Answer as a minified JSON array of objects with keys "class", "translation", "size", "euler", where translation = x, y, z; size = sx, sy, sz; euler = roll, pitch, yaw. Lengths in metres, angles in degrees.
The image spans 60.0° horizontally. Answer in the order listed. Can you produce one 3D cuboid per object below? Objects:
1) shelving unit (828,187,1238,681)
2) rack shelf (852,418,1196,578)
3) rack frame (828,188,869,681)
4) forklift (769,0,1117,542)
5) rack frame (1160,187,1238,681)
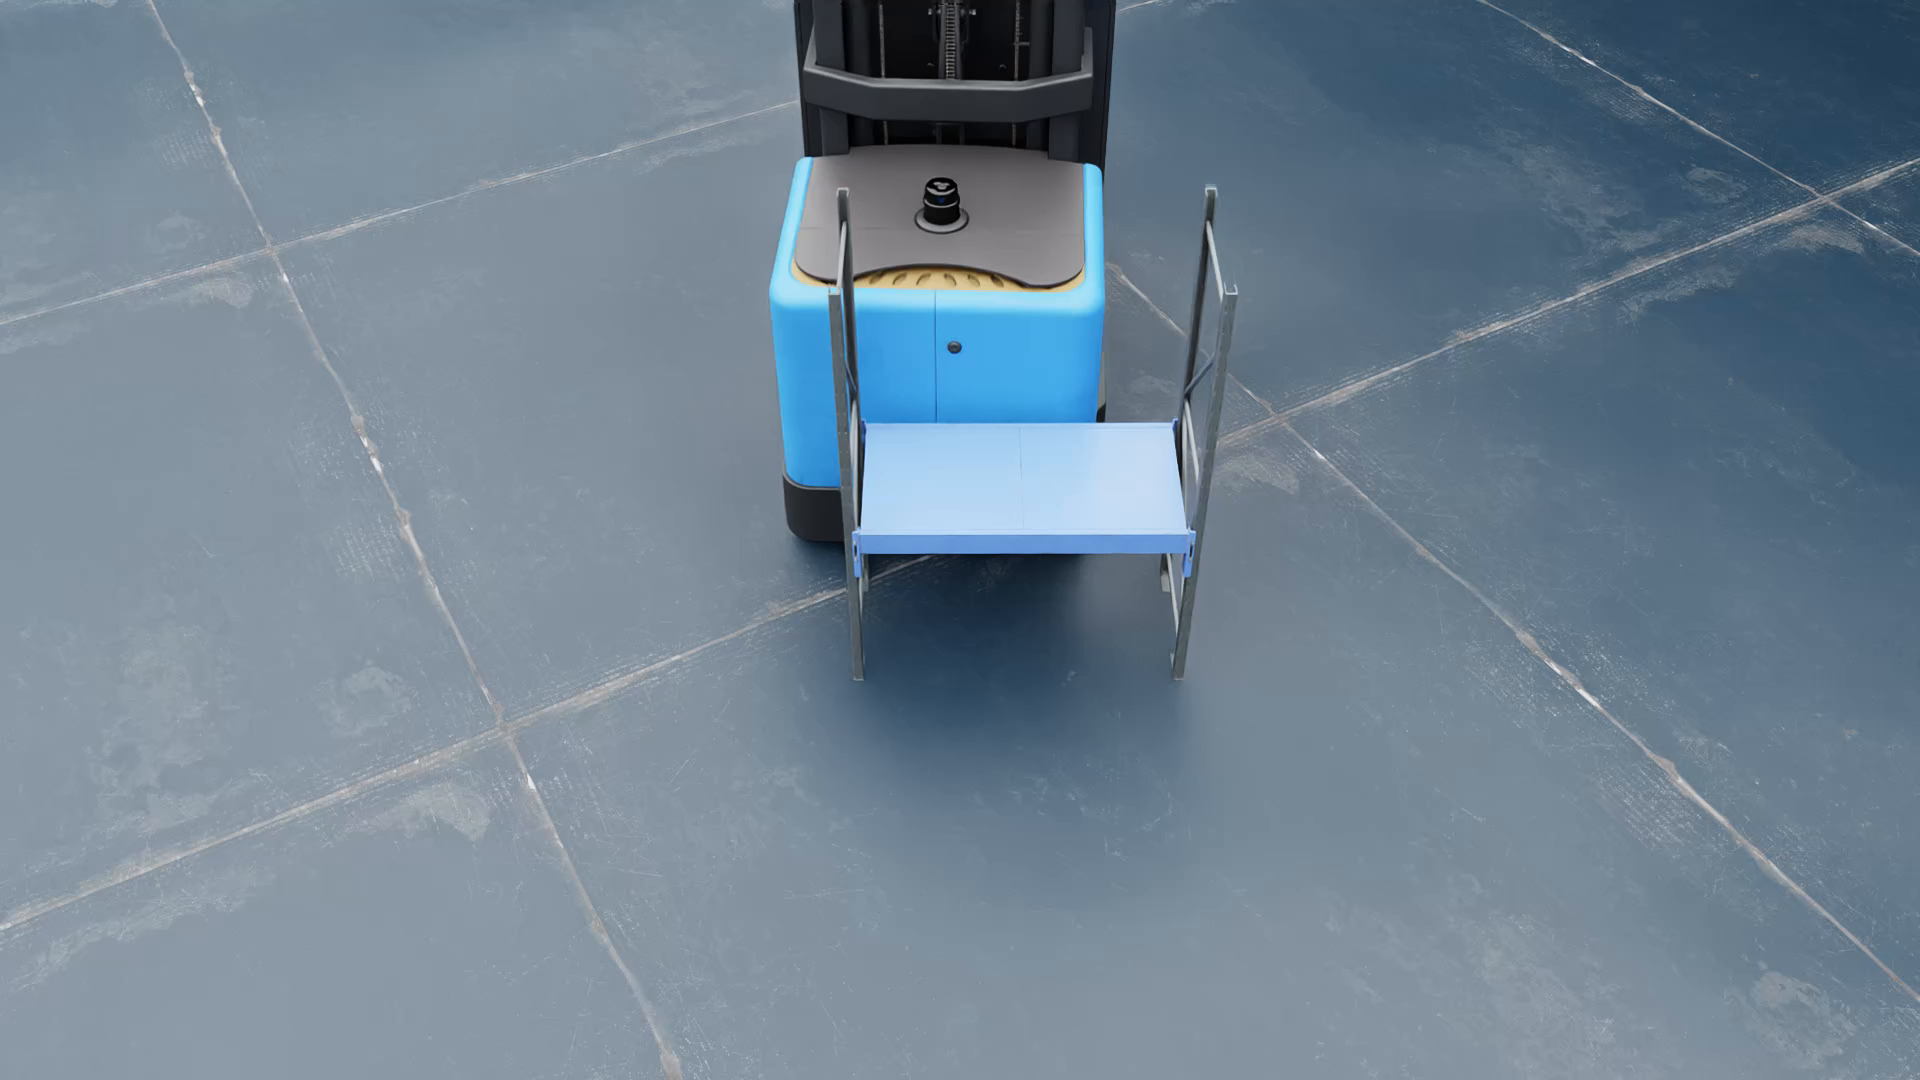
[{"class":"shelving unit","translation":[0.186,-0.263,4.943],"size":[1.048,1.500,0.538],"euler":[0,44,0]},{"class":"rack shelf","translation":[0.186,-0.134,5.069],"size":[1.000,0.185,0.538],"euler":[0,44,0]},{"class":"rack frame","translation":[-0.323,-0.262,4.943],"size":[0.032,1.500,0.500],"euler":[0,44,0]},{"class":"forklift","translation":[-0.006,-2.037,5.744],"size":[1.130,2.935,3.031],"euler":[2,44,2]},{"class":"rack frame","translation":[0.694,-0.263,4.944],"size":[0.032,1.500,0.500],"euler":[0,44,0]}]
